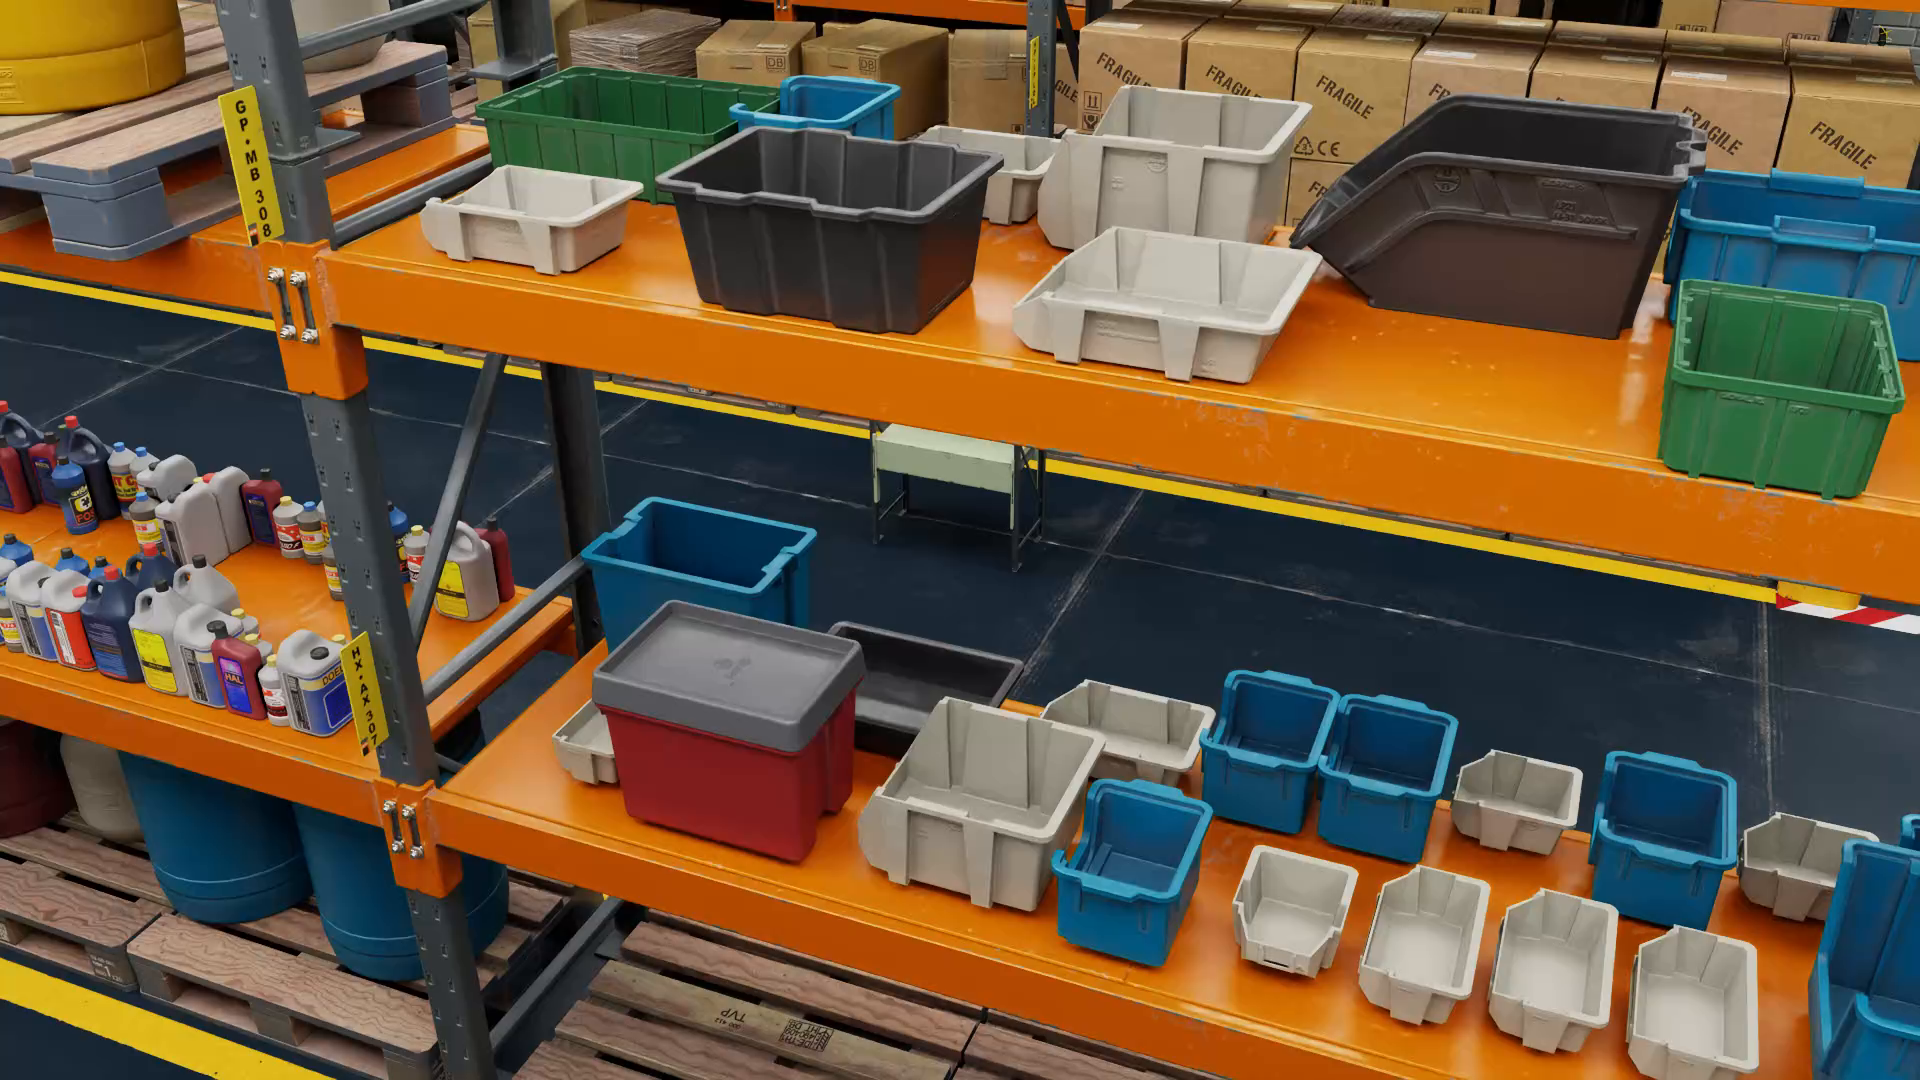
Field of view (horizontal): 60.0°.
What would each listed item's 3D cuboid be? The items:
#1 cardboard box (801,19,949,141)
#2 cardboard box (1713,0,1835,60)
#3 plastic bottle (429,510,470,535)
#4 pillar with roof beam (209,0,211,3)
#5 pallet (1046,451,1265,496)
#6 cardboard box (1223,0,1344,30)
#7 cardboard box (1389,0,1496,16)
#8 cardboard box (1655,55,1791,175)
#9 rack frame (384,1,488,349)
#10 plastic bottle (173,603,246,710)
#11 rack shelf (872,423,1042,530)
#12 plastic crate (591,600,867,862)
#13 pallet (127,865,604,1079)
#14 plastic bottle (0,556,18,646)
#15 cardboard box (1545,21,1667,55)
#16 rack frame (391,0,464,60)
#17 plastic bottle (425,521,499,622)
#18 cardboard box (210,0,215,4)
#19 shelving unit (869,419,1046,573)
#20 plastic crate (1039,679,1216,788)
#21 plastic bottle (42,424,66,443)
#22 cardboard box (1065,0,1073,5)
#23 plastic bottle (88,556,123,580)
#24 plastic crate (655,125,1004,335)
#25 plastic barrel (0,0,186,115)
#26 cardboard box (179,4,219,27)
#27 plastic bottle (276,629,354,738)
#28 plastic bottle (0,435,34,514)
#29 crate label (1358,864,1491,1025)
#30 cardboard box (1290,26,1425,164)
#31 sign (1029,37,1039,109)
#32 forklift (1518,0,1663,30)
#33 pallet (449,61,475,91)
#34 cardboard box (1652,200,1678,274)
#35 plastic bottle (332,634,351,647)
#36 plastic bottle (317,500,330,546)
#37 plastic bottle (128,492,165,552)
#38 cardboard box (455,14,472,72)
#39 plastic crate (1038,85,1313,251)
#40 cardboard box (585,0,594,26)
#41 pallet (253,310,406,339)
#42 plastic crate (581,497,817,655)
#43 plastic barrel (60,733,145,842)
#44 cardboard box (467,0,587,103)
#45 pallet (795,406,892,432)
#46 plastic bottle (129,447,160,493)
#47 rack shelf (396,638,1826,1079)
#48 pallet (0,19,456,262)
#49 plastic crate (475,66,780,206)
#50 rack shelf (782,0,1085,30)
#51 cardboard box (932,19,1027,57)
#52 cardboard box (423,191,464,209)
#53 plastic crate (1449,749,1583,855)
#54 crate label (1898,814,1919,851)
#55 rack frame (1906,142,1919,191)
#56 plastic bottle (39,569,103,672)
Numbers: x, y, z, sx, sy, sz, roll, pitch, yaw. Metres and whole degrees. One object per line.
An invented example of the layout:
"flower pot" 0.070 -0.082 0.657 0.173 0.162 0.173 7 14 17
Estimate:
"cardboard box" -0.454 -2.509 9.112 0.500 0.500 0.700 17 33 27
"cardboard box" 5.651 -3.735 11.504 0.700 0.700 0.980 13 32 21
"plastic bottle" -1.607 0.027 5.273 0.133 0.283 0.061 11 31 19
"pillar with roof beam" -9.343 -7.388 12.176 0.400 9.000 9.100 11 31 19
"pallet" 1.198 -0.653 9.192 1.213 0.211 1.003 11 31 19
"cardboard box" 1.604 -2.405 8.338 0.500 0.500 0.500 11 31 18
"cardboard box" 3.592 -4.139 12.220 0.700 0.700 0.980 10 31 18
"cardboard box" 3.284 -1.784 7.240 0.500 0.500 0.500 12 32 20
"rack frame" -3.144 -2.735 10.040 0.127 3.000 1.000 11 31 19
"plastic bottle" -2.129 0.324 4.755 0.135 0.276 0.152 11 31 19
"rack shelf" -0.006 -0.370 8.044 0.720 0.370 0.431 11 31 19
"plastic crate" -0.571 0.489 4.211 0.583 0.464 0.402 11 31 19
"pallet" -2.003 1.315 5.709 1.213 0.211 1.003 11 31 19
"plastic bottle" -2.936 0.163 5.040 0.135 0.276 0.152 11 31 19
"cardboard box" 3.008 -2.124 7.842 0.500 0.500 0.500 12 32 20
"rack frame" -4.992 -5.734 15.347 0.127 3.000 1.000 11 31 19
"plastic bottle" -1.545 0.064 5.138 0.185 0.351 0.144 11 31 19
"cardboard box" -6.902 -5.145 16.397 0.500 0.500 0.700 9 31 16
"shelving unit" -0.006 -0.654 7.883 0.755 1.500 0.431 11 31 19
"plastic crate" 0.423 0.537 4.459 0.466 0.136 0.293 11 31 19
"plastic bottle" -3.121 -0.276 5.808 0.133 0.283 0.061 11 31 19
"cardboard box" 0.841 -4.342 13.119 0.250 0.149 0.380 10 31 18
"plastic bottle" -2.567 0.172 5.028 0.097 0.271 0.097 0 29 0
"plastic crate" -0.256 -0.631 3.403 0.590 0.269 0.497 11 31 19
"plastic barrel" -2.226 -1.384 3.984 0.600 0.588 0.600 0 29 0
"cardboard box" -4.705 -3.081 10.552 0.500 0.500 0.500 10 31 16
"plastic bottle" -1.790 0.391 4.635 0.135 0.276 0.152 11 31 19
"plastic bottle" -3.299 -0.235 5.735 0.133 0.283 0.061 11 31 19
"crate label" 1.049 0.923 3.776 0.243 0.136 0.396 11 31 19
"cardboard box" 1.847 -2.068 7.742 0.500 0.500 0.500 10 31 18
"sign" 0.357 -2.245 7.997 0.005 0.325 0.100 11 31 19
"forklift" 3.172 -2.556 9.794 3.031 2.935 1.130 20 35 31
"pallet" -4.270 -4.377 15.779 1.213 0.211 1.003 11 31 19
"cardboard box" 3.269 -1.351 7.491 0.500 0.500 0.500 12 31 20
"plastic bottle" -1.761 0.364 4.760 0.097 0.201 0.097 0 29 0
"plastic bottle" -2.026 -0.042 5.407 0.097 0.271 0.097 0 29 0
"plastic bottle" -2.692 -0.064 5.516 0.097 0.201 0.097 0 29 0
"cardboard box" -4.304 -4.709 15.626 0.500 0.500 0.700 12 32 21
"plastic crate" 0.465 -0.802 3.693 0.530 0.282 0.437 11 31 19
"cardboard box" -3.411 -4.861 15.133 0.500 0.250 0.500 10 31 18
"pallet" -3.893 -1.691 11.027 1.213 0.211 1.003 11 31 19
"plastic crate" -0.743 0.175 4.848 0.575 0.384 0.392 11 31 19
"plastic barrel" -2.947 0.779 5.926 0.421 0.512 0.421 0 29 0
"cardboard box" -2.518 -2.896 9.797 0.500 0.500 0.700 1 30 2
"pallet" -0.206 -0.914 9.653 1.213 0.211 1.003 11 31 19
"plastic bottle" -2.759 -0.188 5.666 0.097 0.271 0.097 0 29 0
"rack shelf" 0.550 0.946 4.259 4.000 0.370 1.077 11 31 19
"pallet" -2.067 -1.061 4.222 1.003 0.211 1.213 11 31 19
"plastic crate" -0.797 -1.010 4.155 0.662 0.188 0.450 11 31 19
"rack shelf" 0.568 -4.311 13.560 4.000 0.370 1.077 11 31 19
"cardboard box" 0.156 -3.880 13.825 0.750 0.750 0.750 11 31 19
"cardboard box" -3.519 -2.196 10.884 0.500 0.311 0.500 12 32 21
"plastic crate" 1.403 0.673 4.217 0.298 0.136 0.250 11 31 19
"crate label" 2.298 0.854 3.800 0.303 0.233 0.416 11 31 19
"rack frame" 4.269 -1.255 7.422 0.127 3.000 1.000 11 31 19
"plastic bottle" -2.596 0.231 4.920 0.135 0.276 0.152 11 31 19
